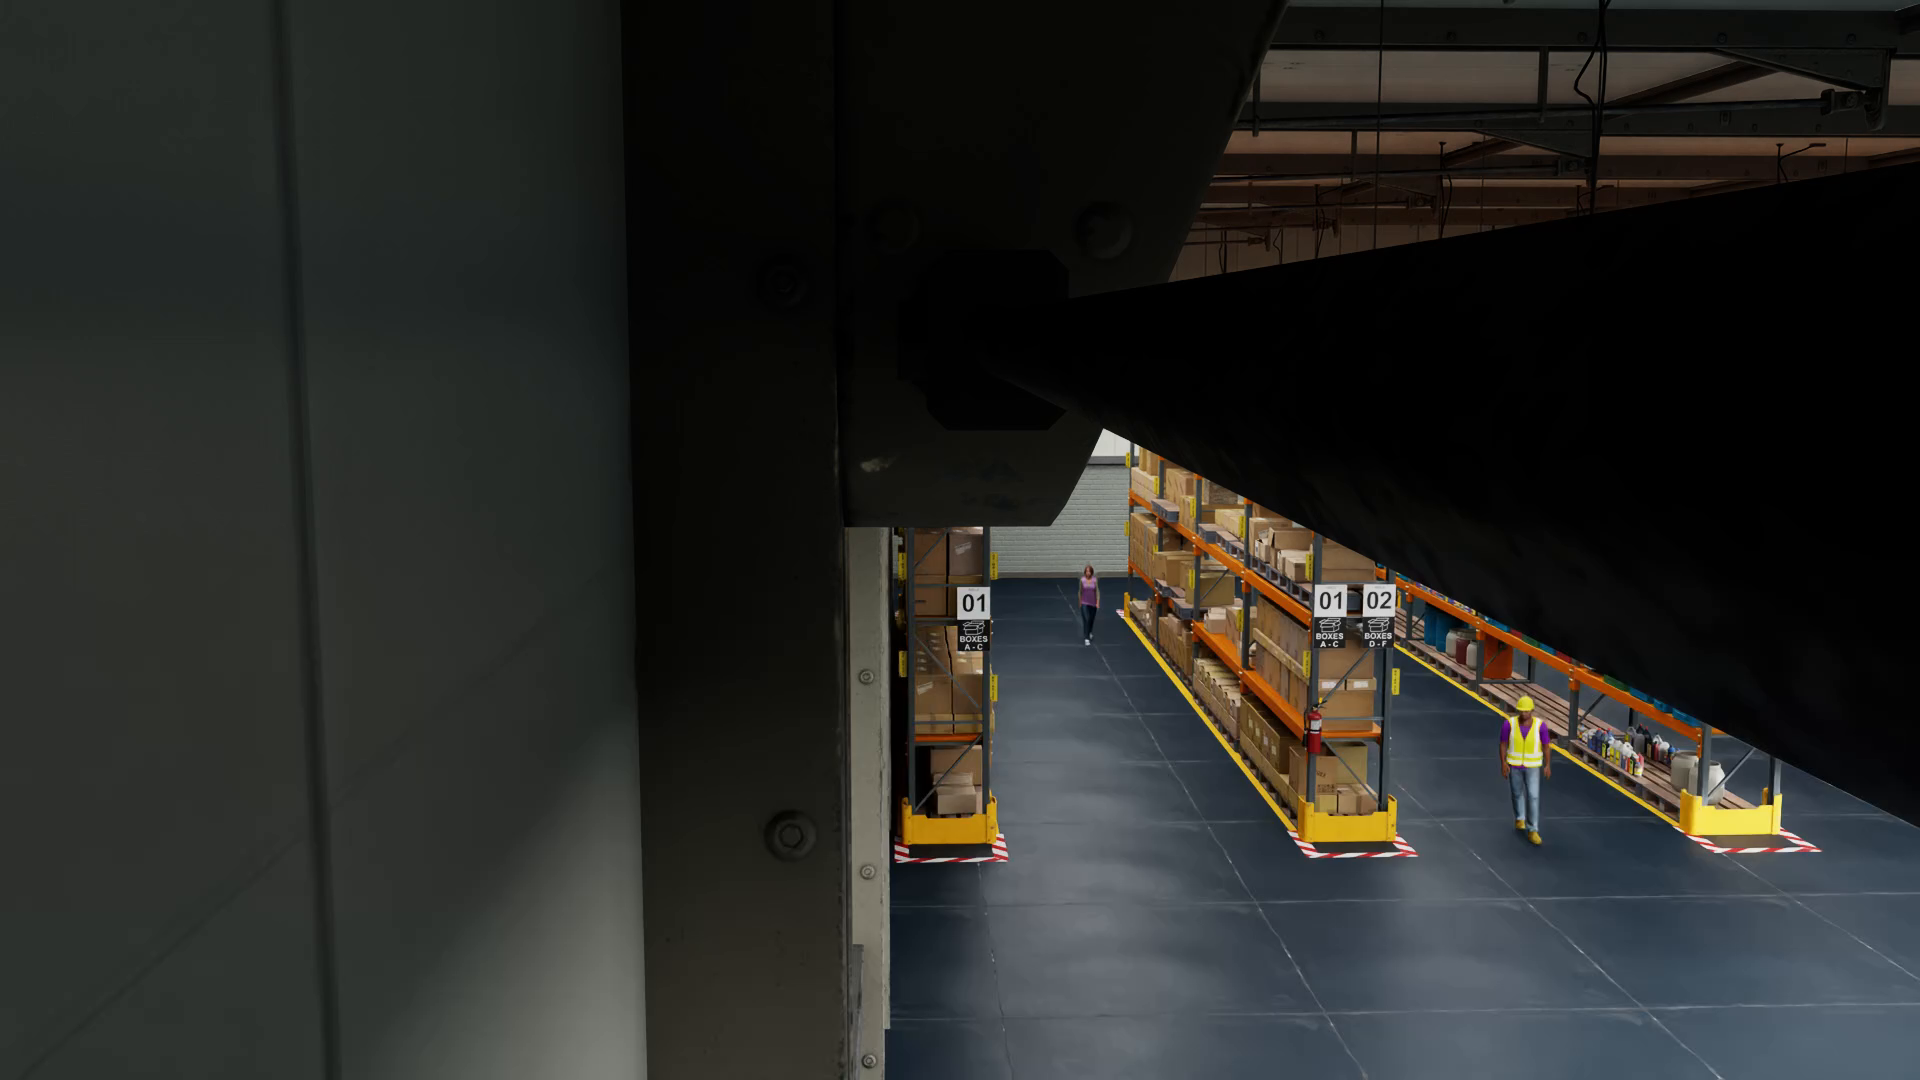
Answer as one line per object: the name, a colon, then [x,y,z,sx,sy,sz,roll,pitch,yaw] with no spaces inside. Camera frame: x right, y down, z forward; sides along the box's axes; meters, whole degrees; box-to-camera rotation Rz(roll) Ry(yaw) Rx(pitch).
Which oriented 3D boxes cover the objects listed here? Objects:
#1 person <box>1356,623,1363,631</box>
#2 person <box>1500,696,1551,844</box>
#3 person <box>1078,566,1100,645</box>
person: [8.323,1.095,34.536,0.466,1.615,1.071,4,8,26]
person: [7.002,2.809,20.650,0.611,1.726,0.894,3,8,25]
person: [2.589,1.295,33.309,0.418,1.512,0.972,0,7,-3]
